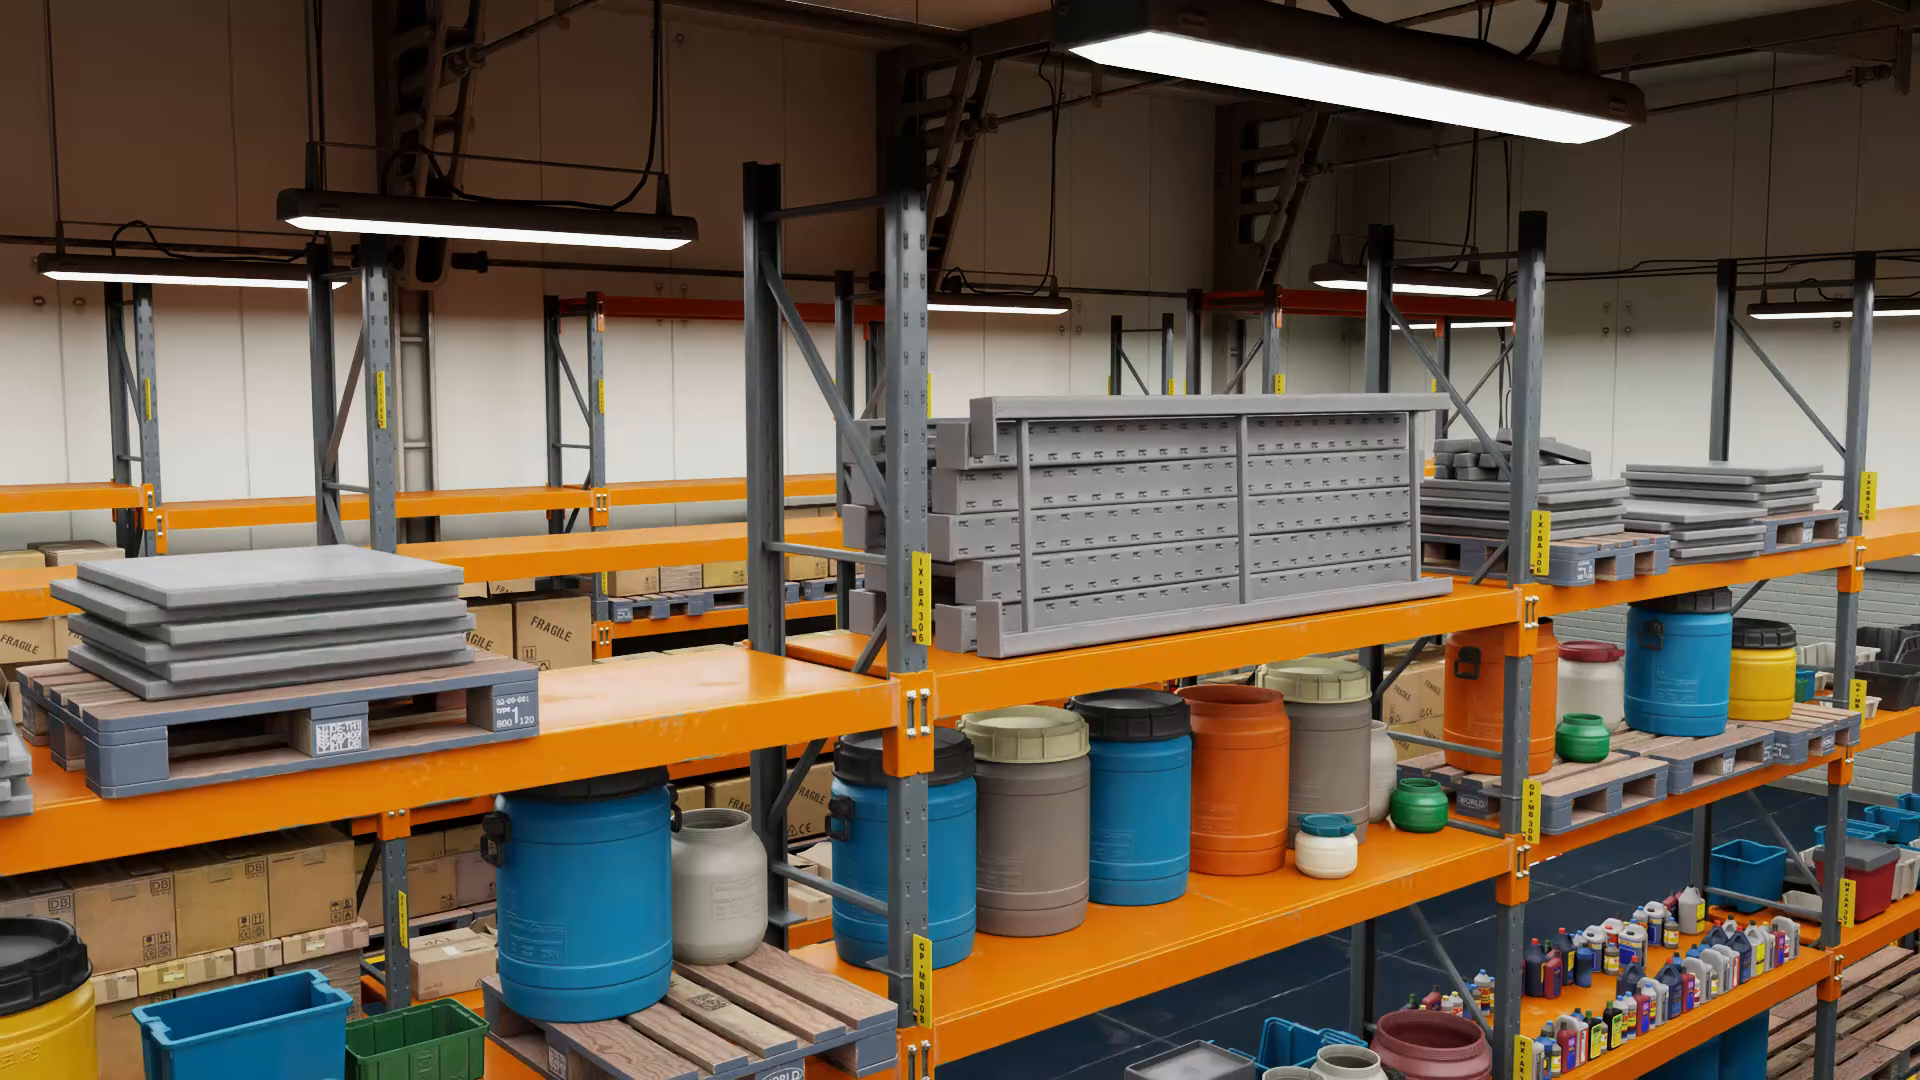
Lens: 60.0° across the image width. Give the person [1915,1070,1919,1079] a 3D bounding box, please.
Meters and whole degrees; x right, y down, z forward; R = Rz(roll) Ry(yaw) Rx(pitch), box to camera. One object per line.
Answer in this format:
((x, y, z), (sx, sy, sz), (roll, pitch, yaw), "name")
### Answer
((4.799, 3.541, 8.408), (0.554, 1.684, 0.655), (2, 6, 18), "person")
